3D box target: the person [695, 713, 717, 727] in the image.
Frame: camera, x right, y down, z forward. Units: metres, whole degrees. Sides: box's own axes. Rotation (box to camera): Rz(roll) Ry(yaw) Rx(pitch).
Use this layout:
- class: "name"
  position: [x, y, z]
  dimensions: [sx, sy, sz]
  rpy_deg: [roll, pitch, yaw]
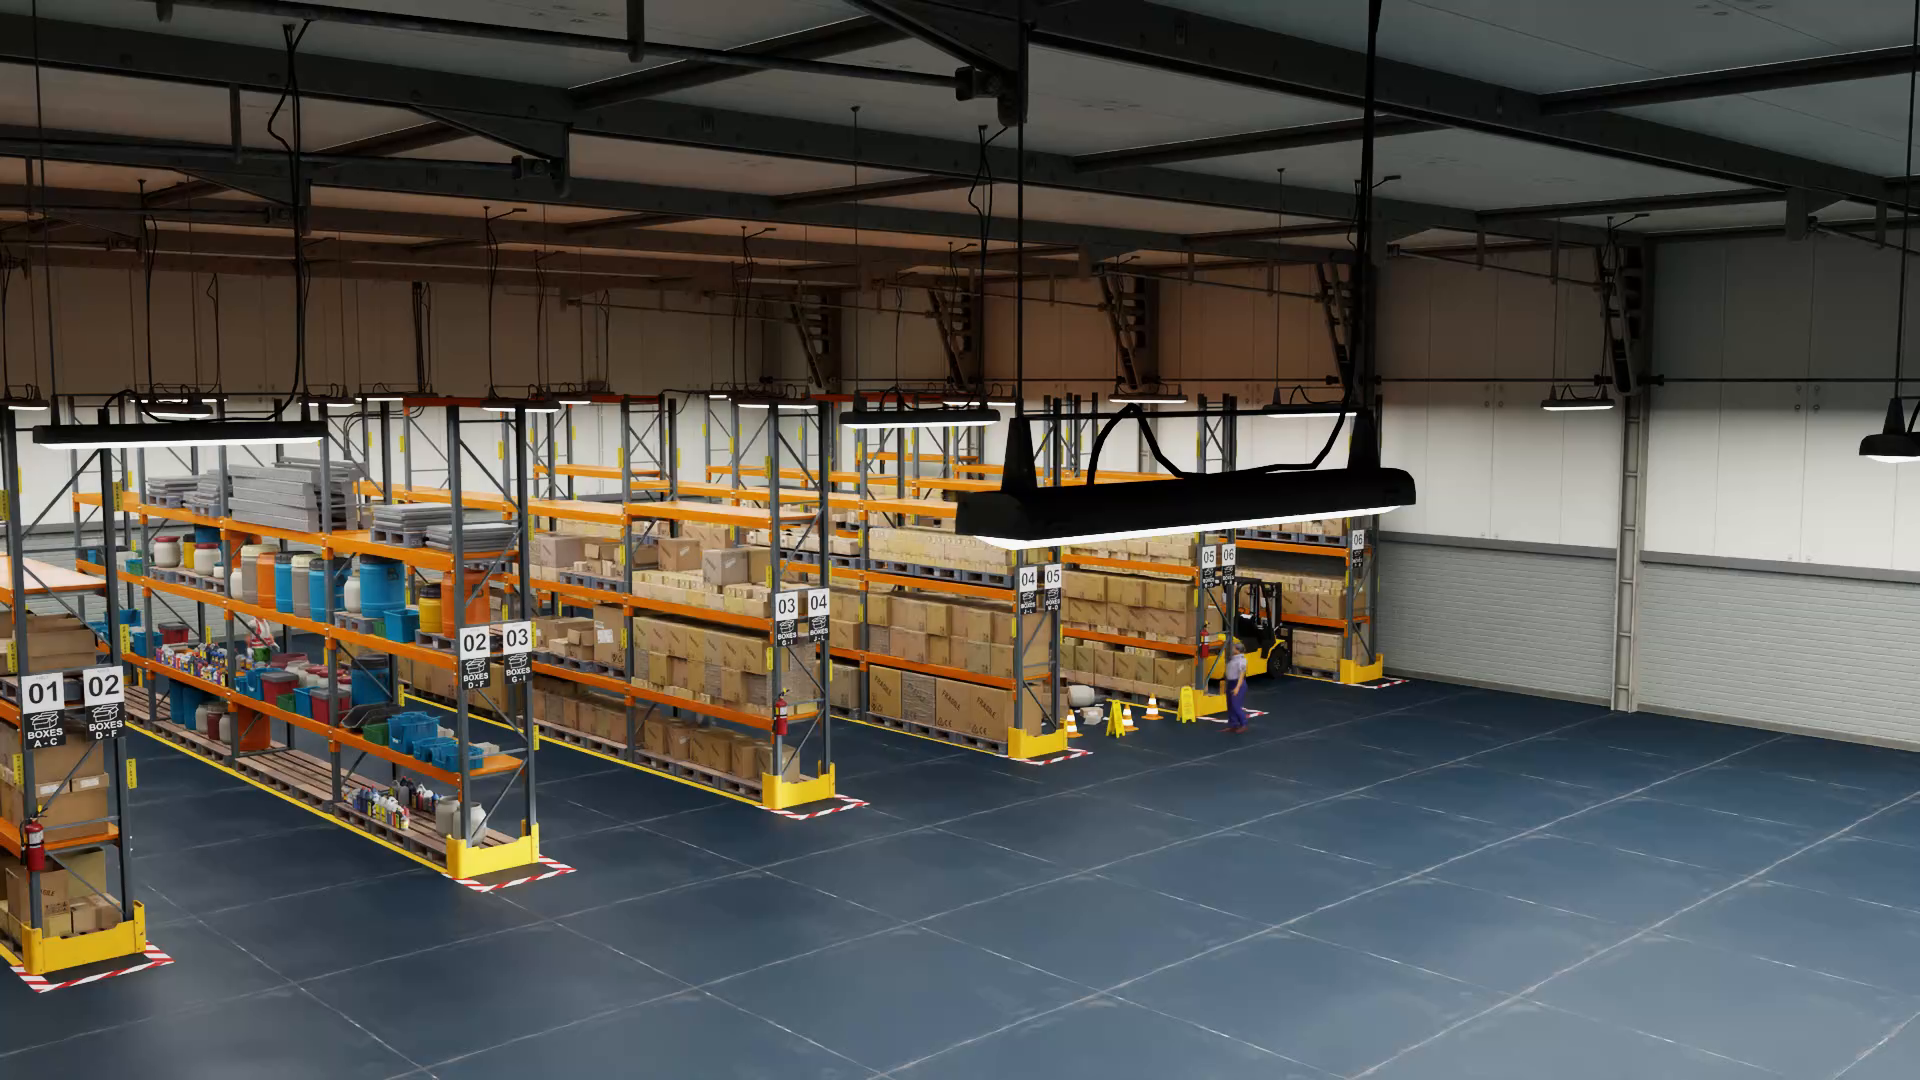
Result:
- class: "person"
  position: [-4.482, 2.689, 29.525]
  dimensions: [0.580, 1.594, 0.584]
  rpy_deg: [-1, 6, -15]

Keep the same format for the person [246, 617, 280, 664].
- class: "person"
  position: [-14.127, 2.187, 33.717]
  dimensions: [1.051, 1.737, 0.643]
  rpy_deg: [5, 8, 44]

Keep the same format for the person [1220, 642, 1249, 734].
- class: "person"
  position: [4.930, 2.645, 29.750]
  dimensions: [0.411, 1.645, 0.528]
  rpy_deg: [-3, 6, -25]
